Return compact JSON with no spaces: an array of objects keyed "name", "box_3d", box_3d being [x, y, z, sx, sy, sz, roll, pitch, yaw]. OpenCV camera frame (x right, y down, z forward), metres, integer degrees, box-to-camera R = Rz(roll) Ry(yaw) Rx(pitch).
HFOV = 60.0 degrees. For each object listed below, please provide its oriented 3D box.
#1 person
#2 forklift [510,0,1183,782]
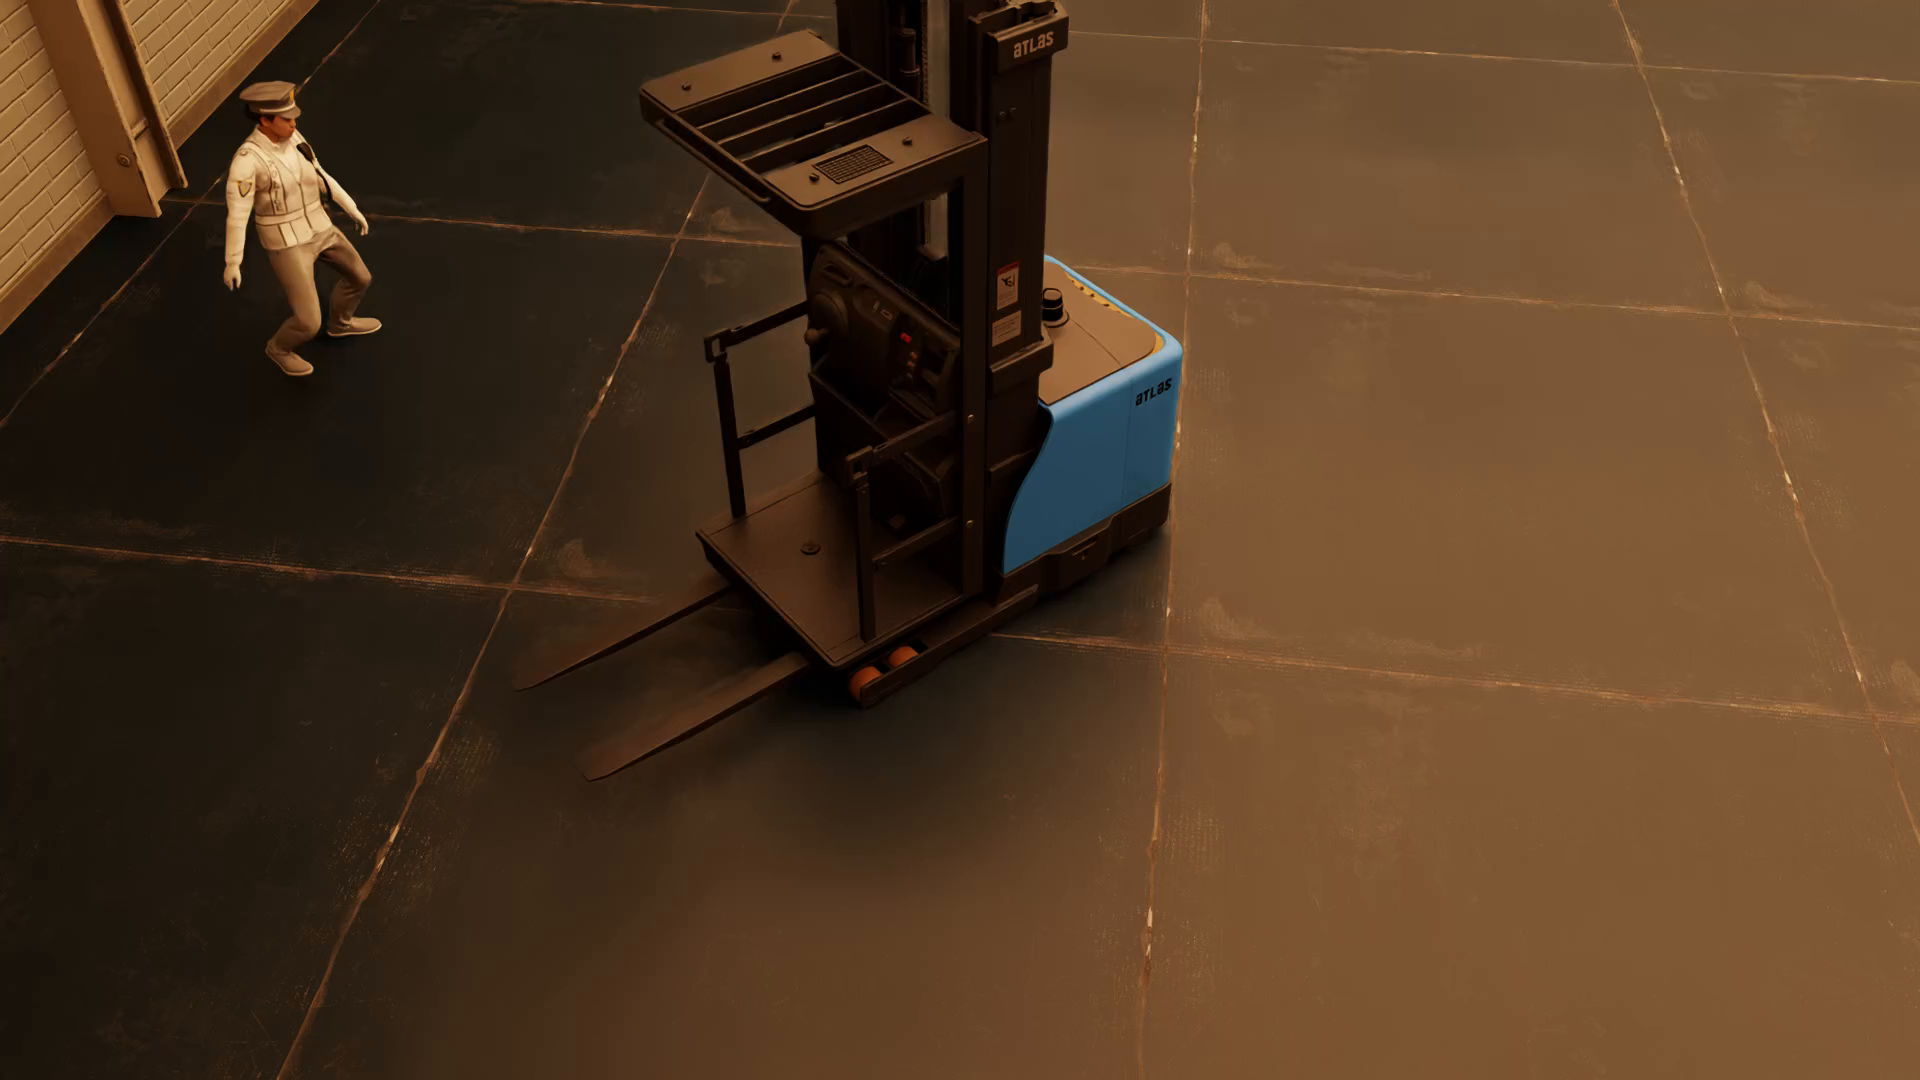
[{"name":"person","box_3d":[-3.367,-1.528,8.399,0.460,1.583,0.820,20,46,20]},{"name":"forklift","box_3d":[-0.481,-0.780,6.573,3.031,2.935,1.130,-28,50,-27]}]
